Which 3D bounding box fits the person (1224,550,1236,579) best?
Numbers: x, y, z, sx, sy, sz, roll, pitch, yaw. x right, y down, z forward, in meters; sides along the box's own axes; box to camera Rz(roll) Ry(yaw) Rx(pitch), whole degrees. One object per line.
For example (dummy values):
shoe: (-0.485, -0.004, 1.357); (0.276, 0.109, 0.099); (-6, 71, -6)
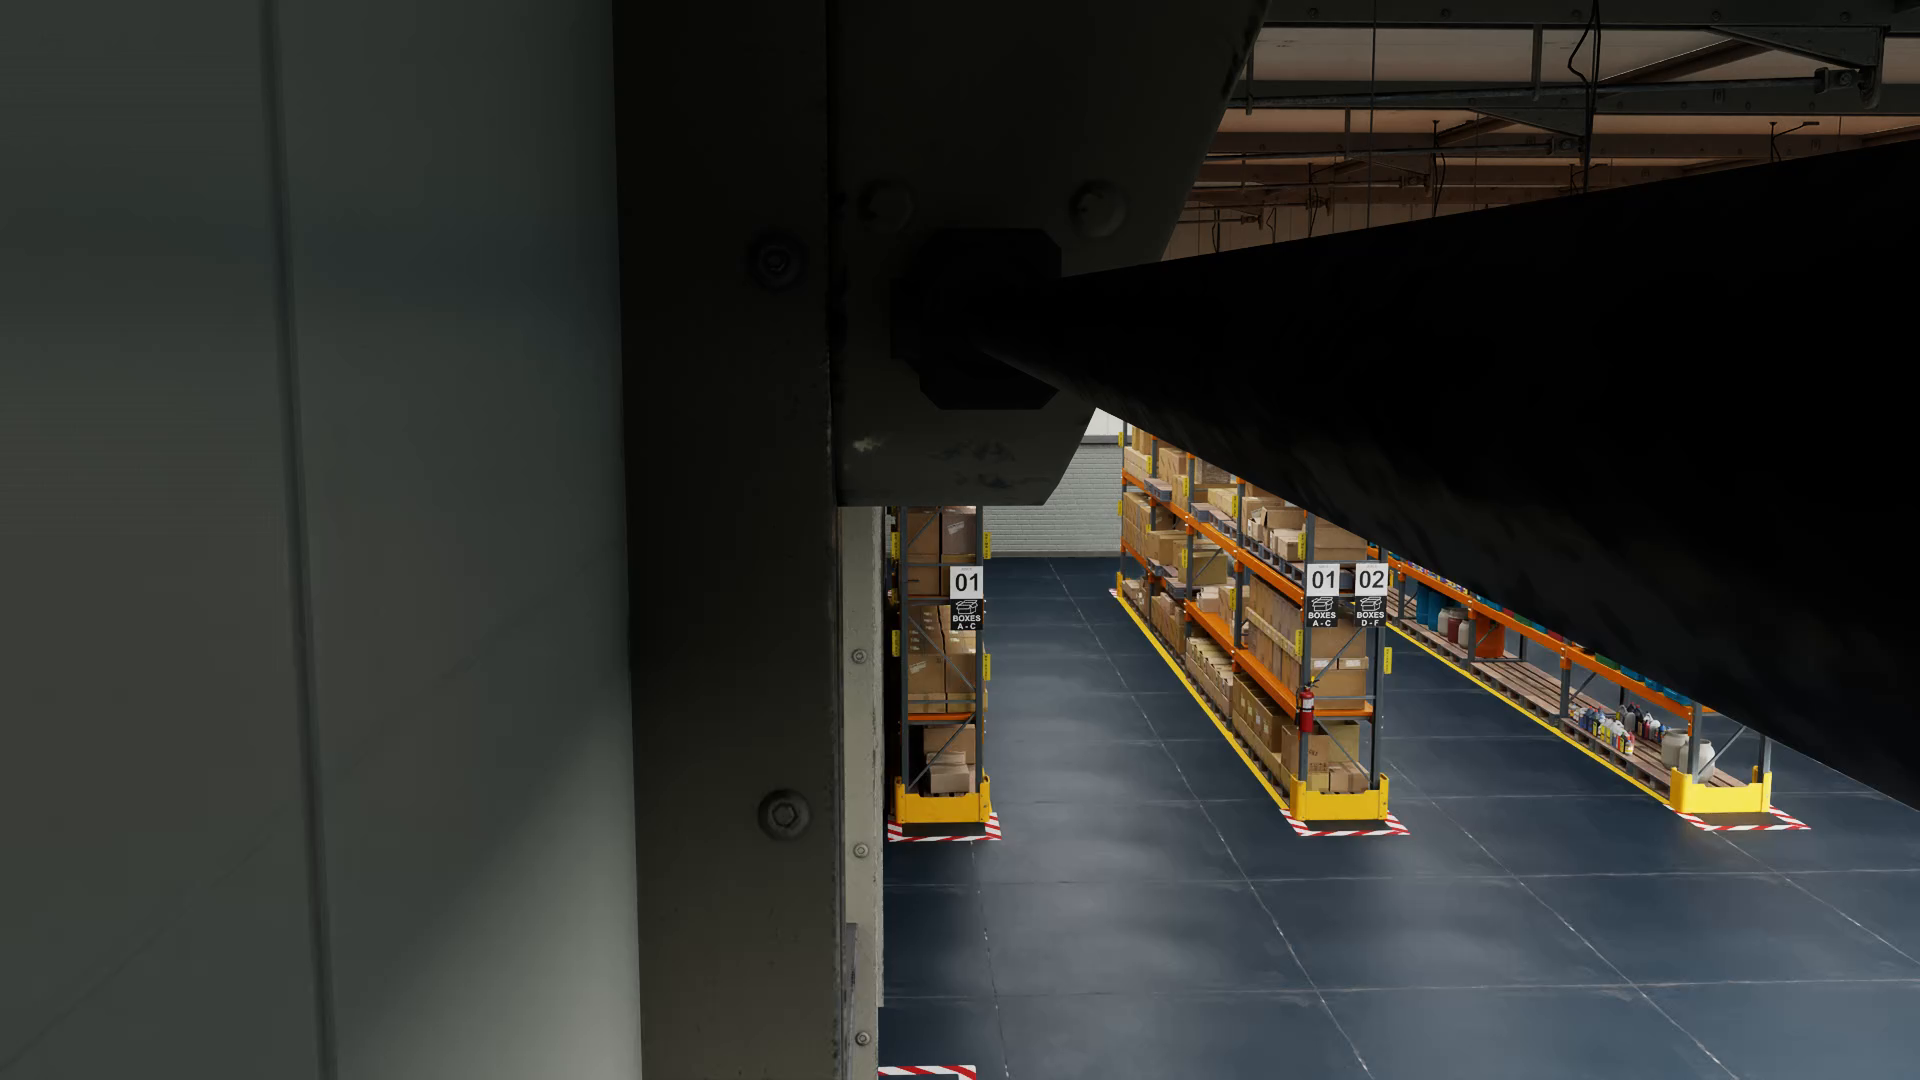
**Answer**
person: (5.801, 0.324, 36.486); (0.735, 1.750, 0.931); (-4, 9, -27)
